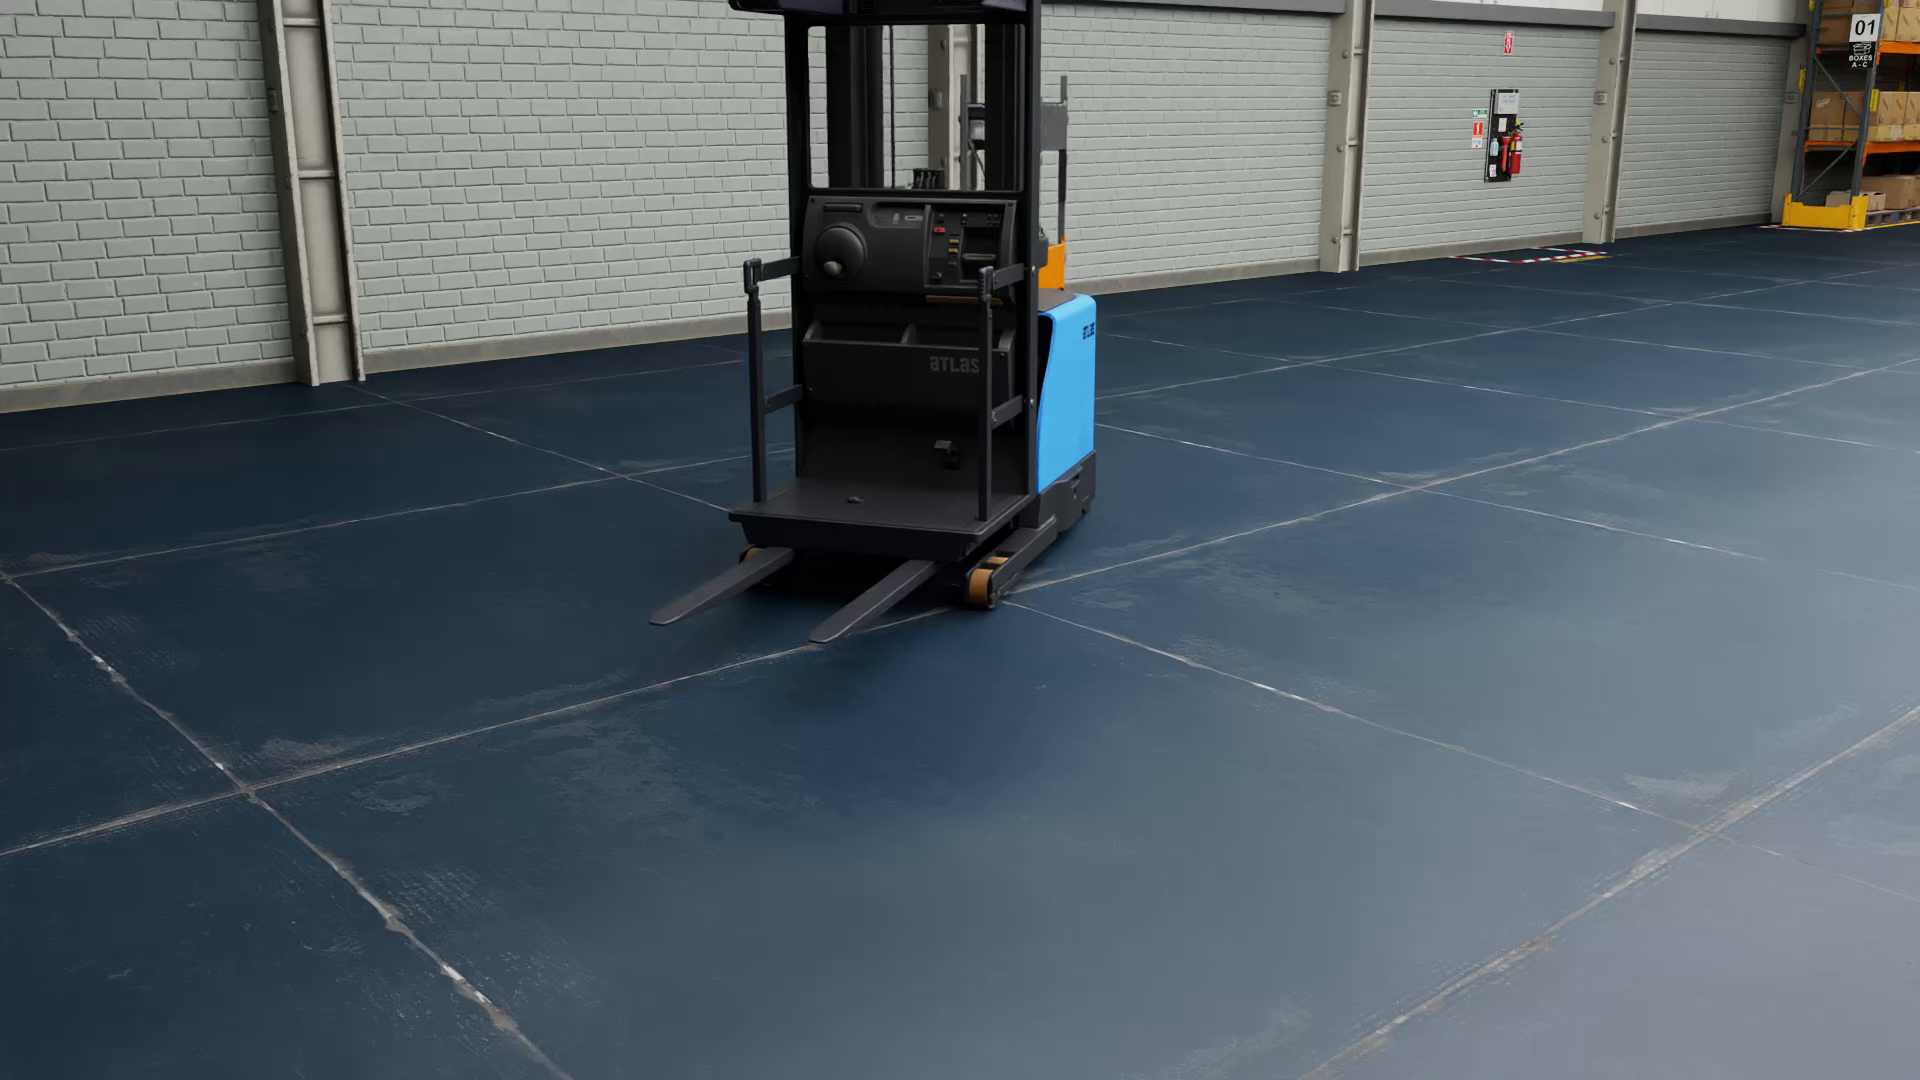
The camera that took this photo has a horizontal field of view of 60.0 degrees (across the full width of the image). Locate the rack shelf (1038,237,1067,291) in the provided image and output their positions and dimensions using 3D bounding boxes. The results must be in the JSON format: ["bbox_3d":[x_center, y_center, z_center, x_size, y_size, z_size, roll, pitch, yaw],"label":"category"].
[{"bbox_3d":[0.272,-1.280,8.516,0.431,0.518,0.480,5,15,18],"label":"rack shelf"}]

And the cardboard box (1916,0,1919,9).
[{"bbox_3d":[14.812,-8.560,26.003,0.500,0.500,0.500,-12,19,-38],"label":"cardboard box"}]

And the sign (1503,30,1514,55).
[{"bbox_3d":[7.044,-6.385,21.351,0.199,0.298,0.001,-13,19,-39],"label":"sign"}]

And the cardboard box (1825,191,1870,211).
[{"bbox_3d":[14.152,-5.401,26.516,0.500,0.311,0.500,13,20,41],"label":"cardboard box"}]

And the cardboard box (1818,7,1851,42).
[{"bbox_3d":[13.719,-8.015,25.899,0.500,0.500,0.500,-11,18,-35],"label":"cardboard box"}]

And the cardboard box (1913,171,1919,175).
[{"bbox_3d":[17.133,-6.198,29.134,0.500,0.500,0.700,-12,19,-38],"label":"cardboard box"}]

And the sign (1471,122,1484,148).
[{"bbox_3d":[6.631,-5.191,21.302,0.234,0.329,0.001,-13,19,-39],"label":"sign"}]

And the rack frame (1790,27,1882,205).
[{"bbox_3d":[13.571,-6.388,25.853,0.127,3.000,1.000,-13,19,-39],"label":"rack frame"}]

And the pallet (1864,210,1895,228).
[{"bbox_3d":[14.264,-5.184,26.750,1.213,0.211,1.003,-13,19,-39],"label":"pallet"}]

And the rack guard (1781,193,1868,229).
[{"bbox_3d":[13.628,-5.193,26.224,0.348,0.500,1.175,-13,19,-39],"label":"rack guard"}]

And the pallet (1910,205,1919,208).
[{"bbox_3d":[16.105,-5.598,28.298,1.213,0.211,1.003,-13,19,-39],"label":"pallet"}]

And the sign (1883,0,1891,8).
[{"bbox_3d":[13.927,-8.154,24.958,0.005,0.325,0.100,-13,19,-39],"label":"sign"}]

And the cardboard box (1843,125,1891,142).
[{"bbox_3d":[14.147,-6.346,25.948,0.500,0.250,0.500,-13,20,-41],"label":"cardboard box"}]

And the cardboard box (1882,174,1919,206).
[{"bbox_3d":[15.832,-5.887,27.968,0.500,0.500,0.500,14,21,43],"label":"cardboard box"}]

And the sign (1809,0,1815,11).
[{"bbox_3d":[13.222,-8.376,25.769,0.005,0.325,0.100,-13,19,-39],"label":"sign"}]

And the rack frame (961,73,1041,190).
[{"bbox_3d":[0.194,-1.236,8.288,0.400,2.100,0.015,5,15,18],"label":"rack frame"}]

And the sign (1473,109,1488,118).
[{"bbox_3d":[6.640,-5.446,21.230,0.331,0.109,0.001,-13,19,-39],"label":"sign"}]

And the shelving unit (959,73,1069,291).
[{"bbox_3d":[0.273,-1.293,8.512,0.431,2.100,0.503,5,15,18],"label":"shelving unit"}]

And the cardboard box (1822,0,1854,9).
[{"bbox_3d":[13.724,-8.502,25.785,0.500,0.500,0.500,-12,19,-37],"label":"cardboard box"}]

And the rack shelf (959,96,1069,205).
[{"bbox_3d":[0.275,-1.958,8.342,0.431,0.518,0.480,5,15,18],"label":"rack shelf"}]

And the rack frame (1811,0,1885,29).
[{"bbox_3d":[13.571,-9.286,25.079,0.127,3.000,1.000,-13,19,-39],"label":"rack frame"}]

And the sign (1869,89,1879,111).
[{"bbox_3d":[13.927,-6.701,25.346,0.005,0.325,0.100,-13,19,-39],"label":"sign"}]

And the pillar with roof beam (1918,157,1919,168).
[{"bbox_3d":[20.883,-9.752,26.821,0.400,9.000,9.100,-13,19,-39],"label":"pillar with roof beam"}]

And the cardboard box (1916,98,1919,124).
[{"bbox_3d":[15.283,-6.968,26.822,0.500,0.500,0.500,-12,19,-38],"label":"cardboard box"}]

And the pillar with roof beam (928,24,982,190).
[{"bbox_3d":[2.778,-5.686,11.600,0.400,9.000,9.100,-13,19,-39],"label":"pillar with roof beam"}]

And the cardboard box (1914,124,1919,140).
[{"bbox_3d":[15.301,-6.607,26.925,0.500,0.250,0.500,-12,19,-39],"label":"cardboard box"}]

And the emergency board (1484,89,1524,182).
[{"bbox_3d":[7.116,-5.247,21.583,0.643,1.169,0.194,-13,19,-39],"label":"emergency board"}]

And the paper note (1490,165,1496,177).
[{"bbox_3d":[6.937,-4.805,21.634,0.142,0.148,0.016,-13,19,-39],"label":"paper note"}]

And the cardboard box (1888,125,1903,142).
[{"bbox_3d":[14.530,-6.437,26.287,0.500,0.250,0.500,-13,20,-41],"label":"cardboard box"}]

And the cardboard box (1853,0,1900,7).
[{"bbox_3d":[14.021,-8.396,25.389,0.500,0.500,0.500,14,21,43],"label":"cardboard box"}]

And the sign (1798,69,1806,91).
[{"bbox_3d":[13.222,-7.212,26.080,0.005,0.325,0.100,-13,19,-39],"label":"sign"}]

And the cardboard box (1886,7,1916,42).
[{"bbox_3d":[14.416,-7.987,25.795,0.500,0.500,0.500,-11,19,-36],"label":"cardboard box"}]

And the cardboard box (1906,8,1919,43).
[{"bbox_3d":[14.805,-8.076,26.127,0.500,0.500,0.500,-12,19,-37],"label":"cardboard box"}]

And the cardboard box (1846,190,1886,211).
[{"bbox_3d":[14.582,-5.498,26.878,0.500,0.311,0.500,-11,18,-35],"label":"cardboard box"}]

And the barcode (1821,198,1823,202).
[{"bbox_3d":[13.903,-5.487,26.818,0.075,0.075,0.001,-13,19,-39],"label":"barcode"}]

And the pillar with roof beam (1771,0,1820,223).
[{"bbox_3d":[16.357,-8.735,23.015,0.400,9.000,9.100,-13,19,-39],"label":"pillar with roof beam"}]

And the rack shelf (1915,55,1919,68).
[{"bbox_3d":[18.097,-8.506,29.364,4.000,0.370,1.077,-13,19,-39],"label":"rack shelf"}]

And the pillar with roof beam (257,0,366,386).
[{"bbox_3d":[-1.748,-4.670,7.795,0.400,9.000,9.100,-13,19,-39],"label":"pillar with roof beam"}]

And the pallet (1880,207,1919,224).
[{"bbox_3d":[15.184,-5.390,27.520,1.213,0.211,1.003,-13,19,-39],"label":"pallet"}]

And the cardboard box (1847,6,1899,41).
[{"bbox_3d":[13.987,-7.903,25.480,0.500,0.500,0.500,-12,19,-38],"label":"cardboard box"}]

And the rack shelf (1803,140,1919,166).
[{"bbox_3d":[15.080,-6.379,27.214,4.000,0.370,1.077,-13,19,-39],"label":"rack shelf"}]

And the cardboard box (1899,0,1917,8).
[{"bbox_3d":[14.432,-8.471,25.670,0.500,0.500,0.500,-13,20,-40],"label":"cardboard box"}]

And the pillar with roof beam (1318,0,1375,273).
[{"bbox_3d":[7.305,-6.703,15.405,0.400,9.000,9.100,-13,19,-39],"label":"pillar with roof beam"}]

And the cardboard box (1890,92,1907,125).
[{"bbox_3d":[14.508,-6.792,26.163,0.500,0.500,0.500,-13,19,-39],"label":"cardboard box"}]

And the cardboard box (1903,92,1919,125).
[{"bbox_3d":[14.902,-6.878,26.486,0.500,0.500,0.500,-13,20,-41],"label":"cardboard box"}]

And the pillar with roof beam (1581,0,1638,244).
[{"bbox_3d":[11.831,-7.719,19.210,0.400,9.000,9.100,-13,19,-39],"label":"pillar with roof beam"}]

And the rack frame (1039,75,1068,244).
[{"bbox_3d":[0.351,-1.350,8.736,0.400,2.100,0.015,5,15,18],"label":"rack frame"}]

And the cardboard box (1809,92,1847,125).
[{"bbox_3d":[13.787,-6.809,26.227,0.500,0.500,0.500,-13,20,-40],"label":"cardboard box"}]

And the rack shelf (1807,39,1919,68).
[{"bbox_3d":[15.080,-7.829,26.827,4.000,0.370,1.077,-13,19,-39],"label":"rack shelf"}]

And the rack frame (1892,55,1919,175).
[{"bbox_3d":[16.588,-7.066,28.390,0.127,3.000,1.000,-13,19,-39],"label":"rack frame"}]

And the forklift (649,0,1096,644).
[{"bbox_3d":[-0.284,-1.254,6.765,1.130,2.935,3.031,5,16,18],"label":"forklift"}]

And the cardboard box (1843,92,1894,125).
[{"bbox_3d":[14.128,-6.710,25.857,0.500,0.500,0.500,-13,19,-39],"label":"cardboard box"}]

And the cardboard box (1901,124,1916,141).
[{"bbox_3d":[14.918,-6.522,26.606,0.500,0.250,0.500,-13,20,-40],"label":"cardboard box"}]

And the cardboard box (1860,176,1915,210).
[{"bbox_3d":[15.168,-5.704,27.282,0.500,0.500,0.700,-14,21,-43],"label":"cardboard box"}]

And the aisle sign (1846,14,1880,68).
[{"bbox_3d":[13.714,-7.573,25.253,0.004,0.787,0.394,-13,19,-39],"label":"aisle sign"}]

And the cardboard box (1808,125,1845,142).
[{"bbox_3d":[13.796,-6.442,26.307,0.500,0.250,0.500,-12,19,-39],"label":"cardboard box"}]

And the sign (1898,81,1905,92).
[{"bbox_3d":[16.221,-7.733,28.642,0.005,0.325,0.100,-13,19,-39],"label":"sign"}]

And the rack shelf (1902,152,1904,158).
[{"bbox_3d":[18.097,-7.057,29.751,4.000,0.370,1.077,-13,19,-39],"label":"rack shelf"}]
